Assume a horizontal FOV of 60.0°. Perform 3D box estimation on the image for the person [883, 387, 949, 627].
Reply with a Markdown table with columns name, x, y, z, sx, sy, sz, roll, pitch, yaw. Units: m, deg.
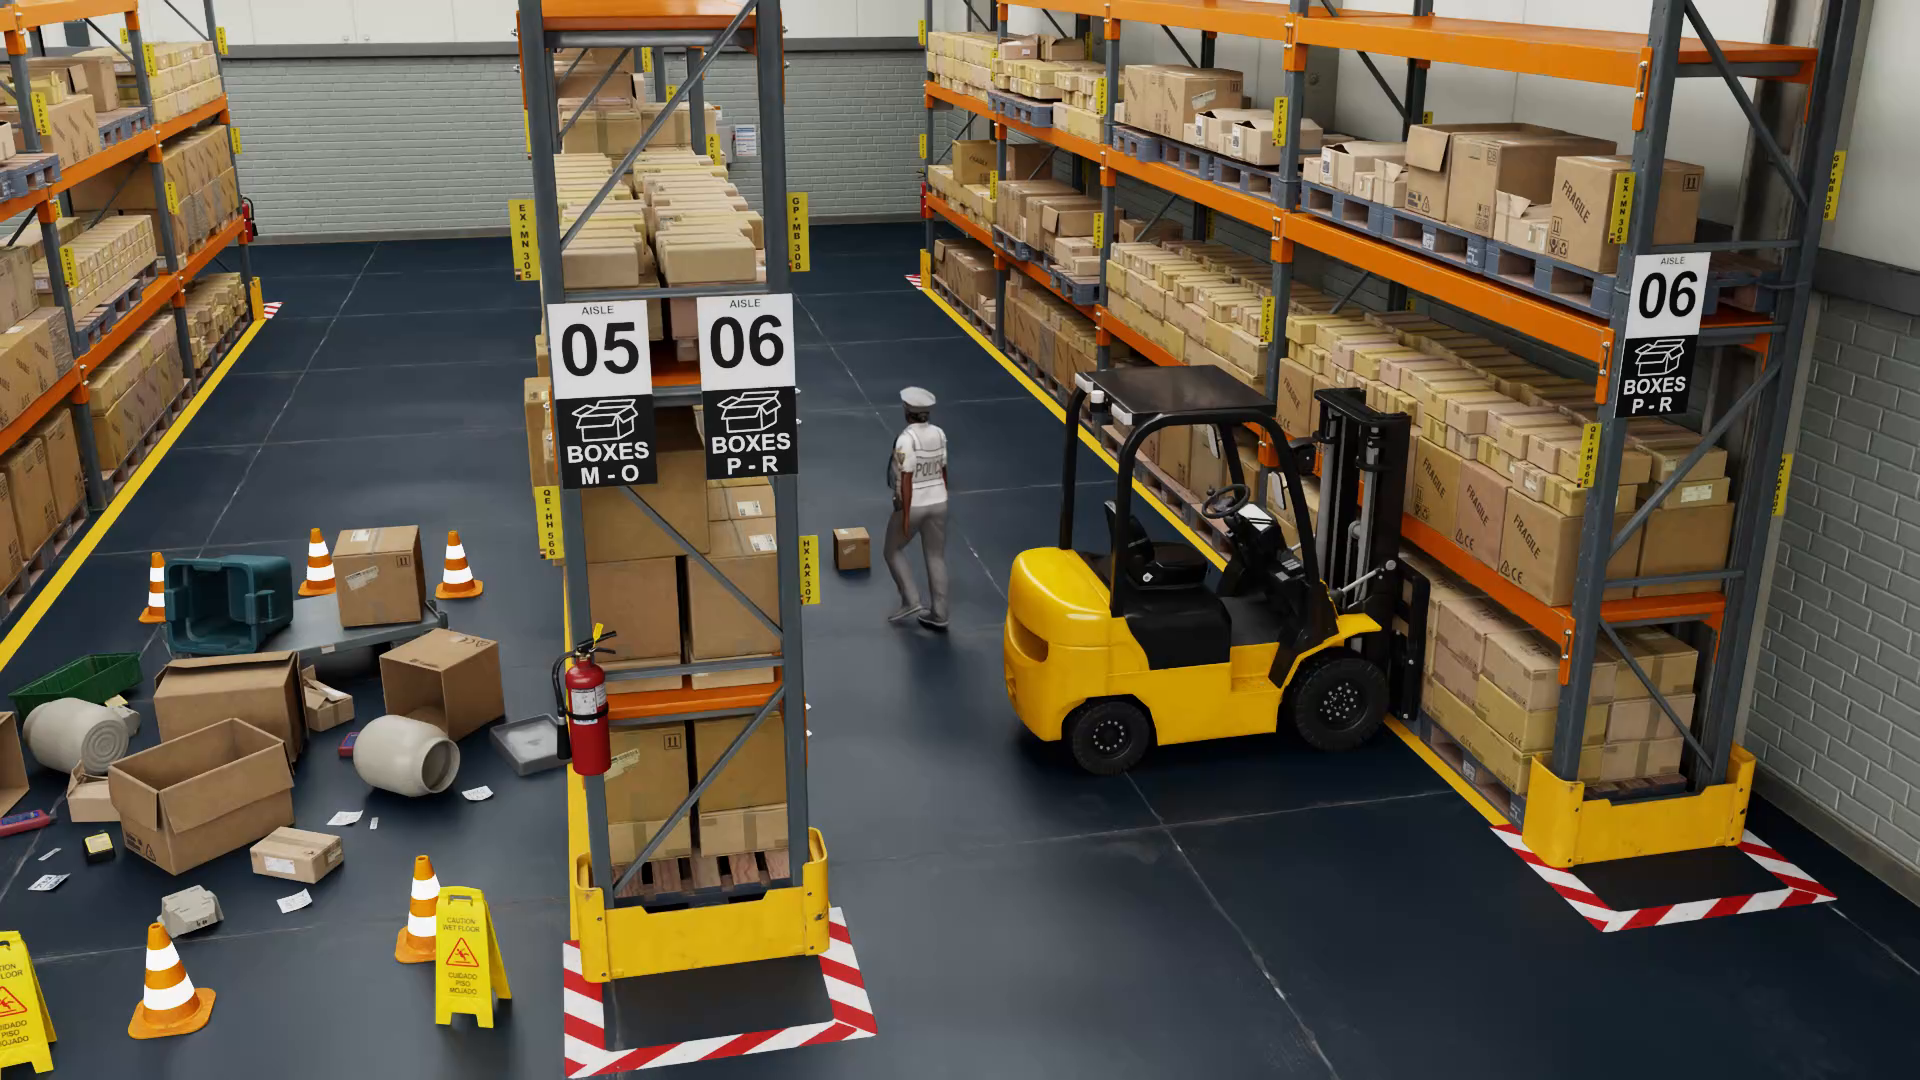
| name | x | y | z | sx | sy | sz | roll | pitch | yaw |
| --- | --- | --- | --- | --- | --- | --- | --- | --- | --- |
| person | -0.260 | -0.214 | 11.621 | 0.477 | 1.672 | 0.510 | -15 | 25 | -35 |
